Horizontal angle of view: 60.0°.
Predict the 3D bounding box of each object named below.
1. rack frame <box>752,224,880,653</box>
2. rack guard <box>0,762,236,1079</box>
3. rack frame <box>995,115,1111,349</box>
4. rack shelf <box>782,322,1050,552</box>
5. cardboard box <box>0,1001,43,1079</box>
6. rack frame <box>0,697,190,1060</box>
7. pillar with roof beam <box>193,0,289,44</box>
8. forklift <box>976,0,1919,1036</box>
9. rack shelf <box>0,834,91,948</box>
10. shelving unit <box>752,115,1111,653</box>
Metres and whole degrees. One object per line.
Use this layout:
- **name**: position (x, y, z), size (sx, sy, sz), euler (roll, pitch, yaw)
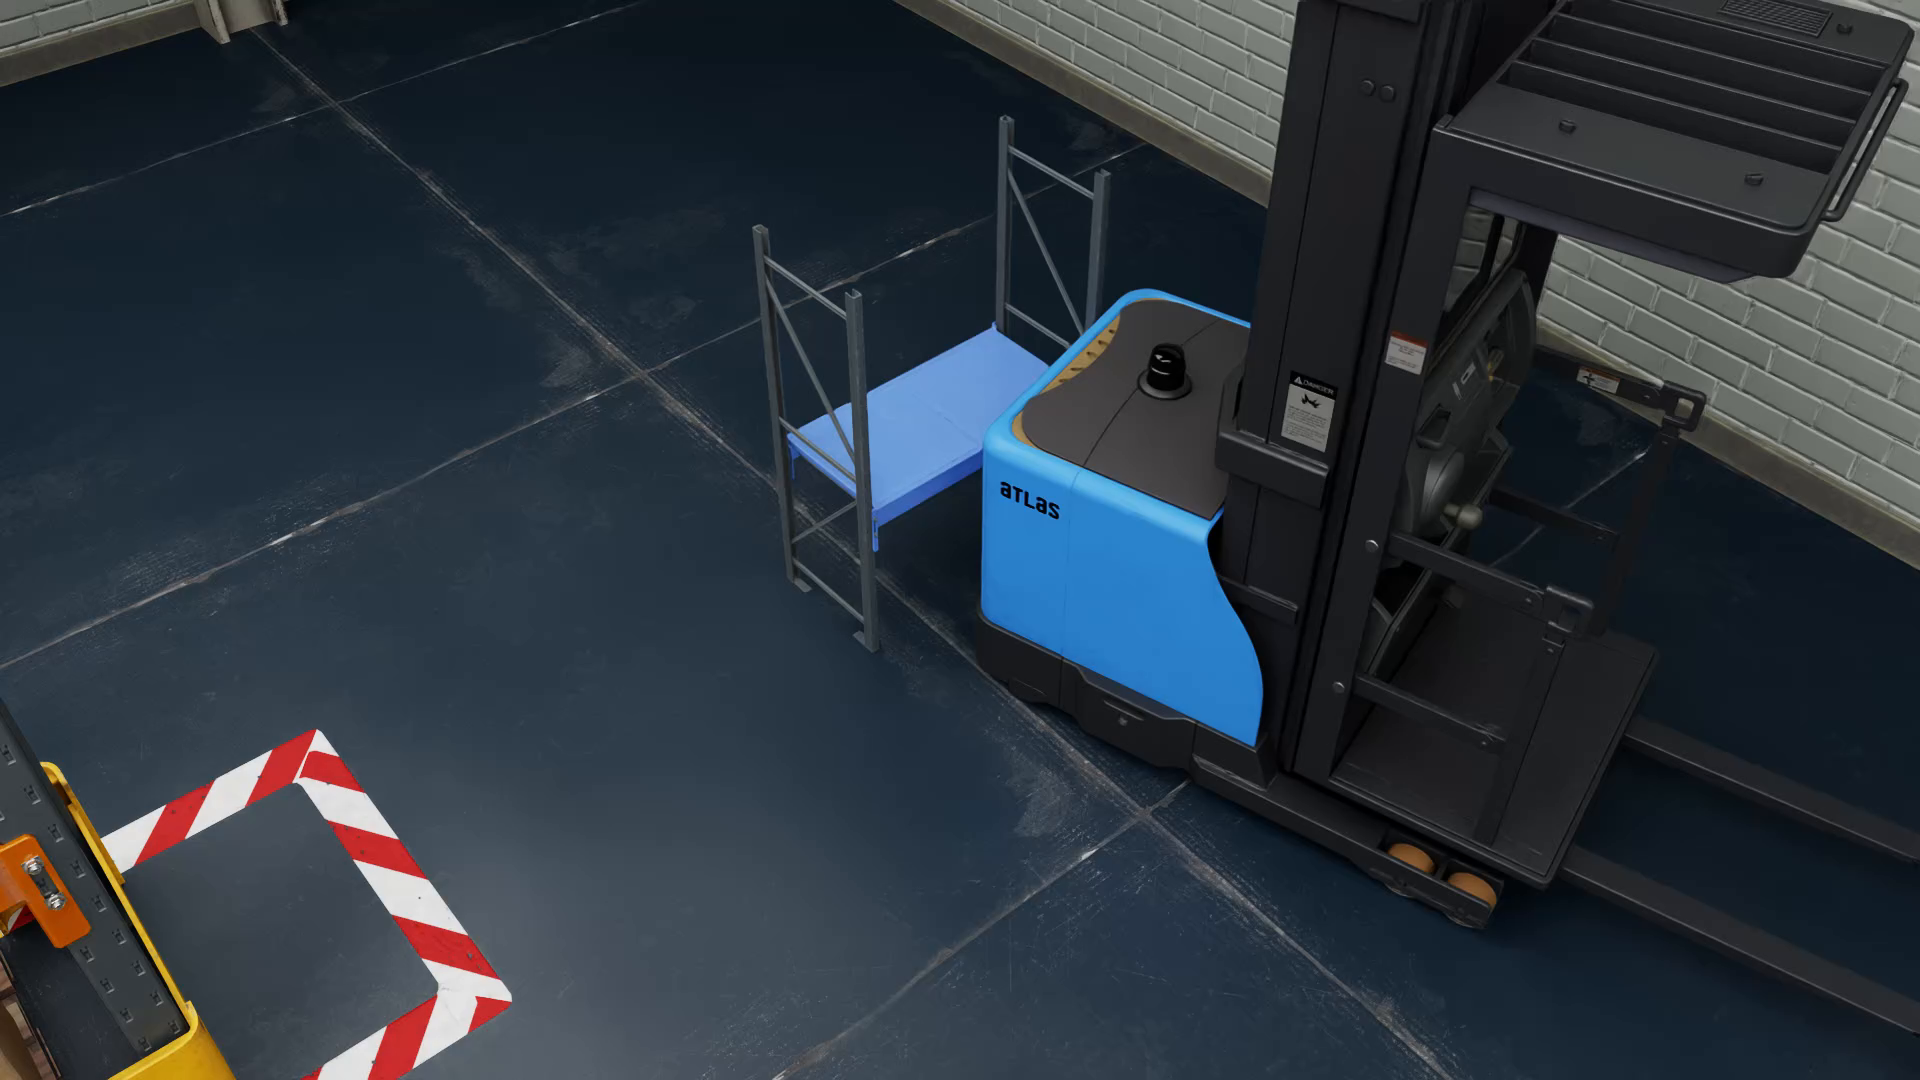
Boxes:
- **rack frame**: position (-0.459, -0.285, 5.458), size (0.032, 1.500, 0.500), euler (-31, 51, -29)
- **rack guard**: position (-2.411, 1.191, 4.616), size (0.348, 0.500, 1.175), euler (-30, 51, -28)
- **rack frame**: position (0.306, -0.744, 5.946), size (0.032, 1.500, 0.500), euler (-31, 51, -29)
- **rack shelf**: position (-0.076, -0.383, 5.825), size (1.000, 0.185, 0.538), euler (-31, 51, -29)
- **cardboard box**: position (-2.611, 1.366, 4.109), size (0.500, 0.500, 0.500), euler (-30, 51, -28)
- **rack frame**: position (-2.352, 0.247, 3.796), size (0.127, 3.000, 1.000), euler (-30, 51, -28)
- **pillar with roof beam**: position (-1.255, -3.919, 3.850), size (0.400, 9.000, 9.100), euler (-30, 51, -28)
- **forklift**: position (1.565, -0.324, 4.454), size (3.031, 2.935, 1.130), euler (24, 48, 24)
- **rack shelf**: position (-3.886, 1.388, 3.107), size (4.000, 0.370, 1.077), euler (-30, 51, -28)
- **shelving unit**: position (-0.076, -0.514, 5.702), size (1.048, 1.500, 0.538), euler (-31, 51, -29)
